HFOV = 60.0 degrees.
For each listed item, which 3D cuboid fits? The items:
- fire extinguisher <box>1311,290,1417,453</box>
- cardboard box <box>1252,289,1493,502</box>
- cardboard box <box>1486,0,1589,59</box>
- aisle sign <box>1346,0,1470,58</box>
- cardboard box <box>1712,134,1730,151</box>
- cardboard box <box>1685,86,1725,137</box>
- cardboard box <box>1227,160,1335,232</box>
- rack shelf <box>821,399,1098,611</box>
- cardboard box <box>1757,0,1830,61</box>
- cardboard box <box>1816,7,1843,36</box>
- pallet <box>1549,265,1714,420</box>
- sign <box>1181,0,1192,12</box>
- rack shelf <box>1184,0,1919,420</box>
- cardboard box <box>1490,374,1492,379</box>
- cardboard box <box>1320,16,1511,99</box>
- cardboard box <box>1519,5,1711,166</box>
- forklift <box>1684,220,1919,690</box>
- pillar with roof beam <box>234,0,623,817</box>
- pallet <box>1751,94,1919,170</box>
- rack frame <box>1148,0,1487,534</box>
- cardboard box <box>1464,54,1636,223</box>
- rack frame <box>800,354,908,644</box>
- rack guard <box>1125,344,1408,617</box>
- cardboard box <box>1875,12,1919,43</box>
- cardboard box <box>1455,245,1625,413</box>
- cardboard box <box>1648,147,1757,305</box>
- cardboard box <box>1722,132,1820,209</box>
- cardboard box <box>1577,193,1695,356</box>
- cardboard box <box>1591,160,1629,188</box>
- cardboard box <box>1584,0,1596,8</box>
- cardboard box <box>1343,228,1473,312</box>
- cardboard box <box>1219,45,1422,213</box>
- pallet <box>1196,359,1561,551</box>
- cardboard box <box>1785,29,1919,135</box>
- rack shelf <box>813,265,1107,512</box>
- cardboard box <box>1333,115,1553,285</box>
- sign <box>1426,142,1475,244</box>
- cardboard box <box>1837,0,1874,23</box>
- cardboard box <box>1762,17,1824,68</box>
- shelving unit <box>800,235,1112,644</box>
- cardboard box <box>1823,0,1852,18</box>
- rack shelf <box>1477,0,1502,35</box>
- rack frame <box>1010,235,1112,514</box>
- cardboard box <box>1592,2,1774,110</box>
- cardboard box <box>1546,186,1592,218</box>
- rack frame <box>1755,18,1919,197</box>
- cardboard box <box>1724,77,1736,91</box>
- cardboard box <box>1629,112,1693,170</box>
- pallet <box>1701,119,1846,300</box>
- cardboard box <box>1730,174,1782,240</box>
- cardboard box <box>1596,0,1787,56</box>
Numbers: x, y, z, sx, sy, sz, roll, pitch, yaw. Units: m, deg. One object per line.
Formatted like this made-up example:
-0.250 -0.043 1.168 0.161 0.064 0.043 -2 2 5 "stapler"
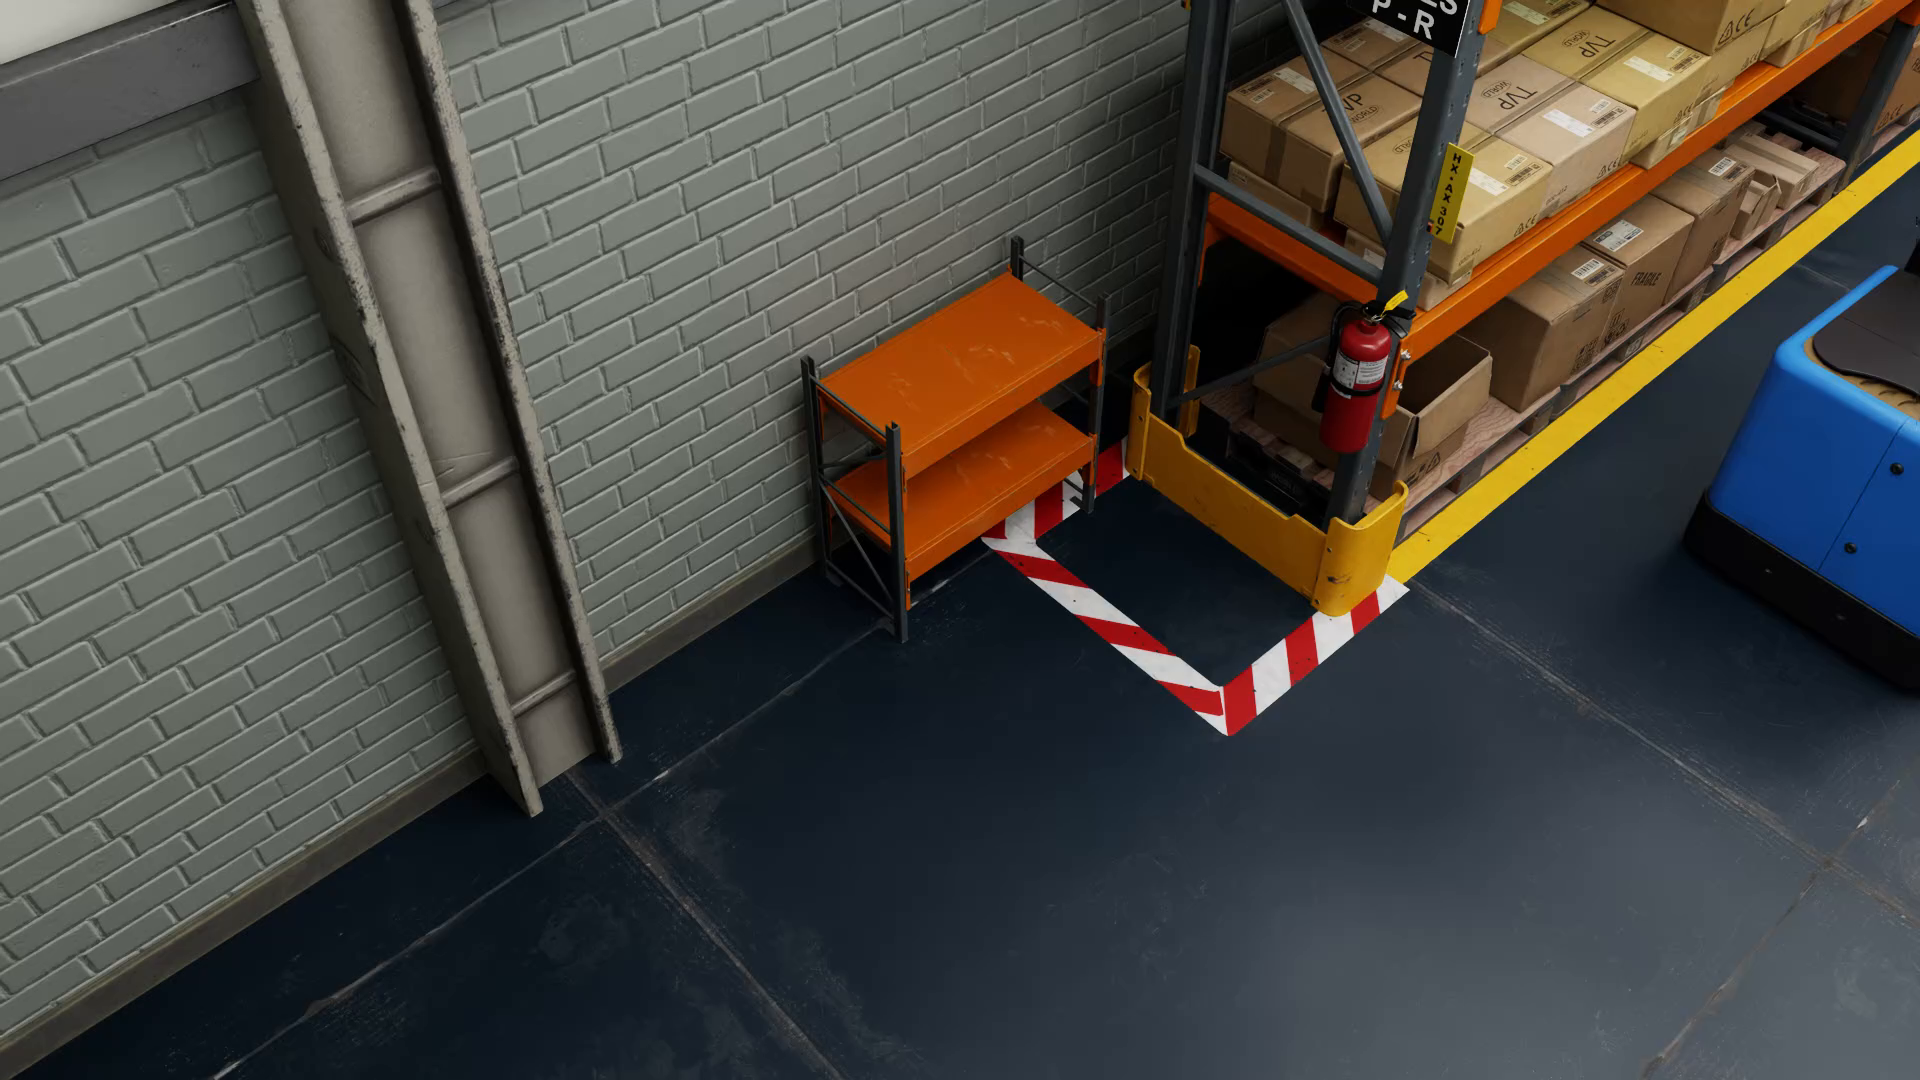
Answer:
1.336 -0.586 5.556 0.183 0.674 0.296 -34 56 -27 "fire extinguisher"
1.651 -0.609 6.684 0.637 0.503 0.797 -36 57 -28 "cardboard box"
2.048 -1.981 6.437 0.500 0.250 0.500 -32 55 -26 "cardboard box"
1.281 -1.751 4.556 0.004 0.787 0.394 -34 56 -27 "aisle sign"
3.446 -2.073 8.165 0.500 0.311 0.500 -32 55 -26 "cardboard box"
2.730 -1.742 6.487 0.250 0.149 0.380 -33 55 -26 "cardboard box"
1.199 -1.287 6.068 0.250 0.149 0.380 -34 56 -28 "cardboard box"
-0.004 -0.212 6.513 1.000 0.278 0.538 -34 56 -27 "rack shelf"
3.142 -2.211 6.649 0.500 0.250 0.500 -34 56 -27 "cardboard box"
3.461 -2.263 6.968 0.250 0.149 0.380 -32 55 -26 "cardboard box"
2.682 -1.149 7.667 1.213 0.211 1.003 -34 56 -27 "pallet"
0.776 -1.874 5.436 0.005 0.325 0.100 -34 56 -27 "sign"
2.614 -1.808 6.866 4.000 0.370 1.077 -34 56 -27 "rack shelf"
1.991 -0.678 6.989 0.250 0.149 0.380 -36 57 -28 "cardboard box"
1.678 -1.739 6.213 0.500 0.250 0.500 -34 56 -27 "cardboard box"
2.397 -1.692 6.170 0.500 0.250 0.500 -35 56 -28 "cardboard box"
4.355 -1.368 6.018 3.031 2.935 1.130 -32 55 -26 "forklift"
1.429 0.087 0.547 0.400 9.000 9.100 -34 56 -27 "pillar with roof beam"
4.670 -2.517 8.929 1.213 0.211 1.003 -34 56 -27 "pallet"
1.134 -1.063 5.690 0.127 3.000 1.000 -34 56 -27 "rack frame"
2.024 -1.440 5.937 0.500 0.250 0.500 -33 55 -27 "cardboard box"
-0.379 -0.126 6.101 0.032 1.125 0.500 -34 56 -27 "rack frame"
1.190 -0.253 6.643 0.348 0.500 1.175 -34 56 -27 "rack guard"
4.538 -2.588 8.071 0.250 0.149 0.380 -31 55 -26 "cardboard box"
2.309 -1.010 7.056 0.500 0.500 0.700 -32 55 -26 "cardboard box"
3.077 -1.523 7.529 0.500 0.500 0.700 -36 57 -28 "cardboard box"
3.879 -1.781 8.006 0.250 0.149 0.380 -35 56 -28 "cardboard box"
2.768 -1.217 7.247 0.500 0.500 0.500 -33 55 -27 "cardboard box"
2.311 -1.517 6.279 0.250 0.149 0.380 -33 55 -27 "cardboard box"
2.435 -2.239 6.675 0.500 0.250 0.500 -34 56 -27 "cardboard box"
1.562 -0.991 5.794 0.250 0.149 0.380 -34 56 -27 "cardboard box"
1.296 -1.484 5.978 0.500 0.250 0.500 -32 55 -26 "cardboard box"
1.780 -0.549 7.113 1.213 0.211 1.003 -34 56 -27 "pallet"
4.603 -2.452 8.387 0.500 0.500 0.500 -31 55 -26 "cardboard box"
-0.004 -0.576 6.118 1.000 0.278 0.538 -34 56 -27 "rack shelf"
1.651 -1.191 5.707 0.500 0.250 0.500 -33 56 -27 "cardboard box"
1.499 -1.061 5.099 0.005 0.325 0.100 -34 56 -27 "sign"
3.674 -2.378 7.074 0.250 0.149 0.380 -32 55 -26 "cardboard box"
3.291 -2.122 6.838 0.250 0.149 0.380 -35 56 -28 "cardboard box"
-0.004 -0.378 6.333 1.048 1.125 0.538 -34 56 -27 "shelving unit"
3.520 -2.450 6.869 0.500 0.250 0.500 -34 56 -27 "cardboard box"
2.614 -2.825 5.764 4.000 0.370 1.077 -34 56 -27 "rack shelf"
0.372 -0.630 6.566 0.032 1.125 0.500 -34 56 -27 "rack frame"
2.761 -1.957 6.414 0.500 0.250 0.500 -35 56 -28 "cardboard box"
2.118 -1.382 6.155 0.250 0.149 0.380 -32 55 -26 "cardboard box"
4.094 -3.040 7.514 0.127 3.000 1.000 -34 56 -27 "rack frame"
2.874 -1.907 6.640 0.250 0.149 0.380 -34 56 -27 "cardboard box"
2.549 -1.601 6.357 0.250 0.149 0.380 -35 56 -28 "cardboard box"
3.585 -1.756 8.227 1.213 0.211 1.003 -34 56 -27 "pallet"
3.615 -1.644 7.801 0.258 0.266 0.396 -32 55 -26 "cardboard box"
2.761 -2.187 6.116 0.500 0.500 0.500 -32 55 -26 "cardboard box"
